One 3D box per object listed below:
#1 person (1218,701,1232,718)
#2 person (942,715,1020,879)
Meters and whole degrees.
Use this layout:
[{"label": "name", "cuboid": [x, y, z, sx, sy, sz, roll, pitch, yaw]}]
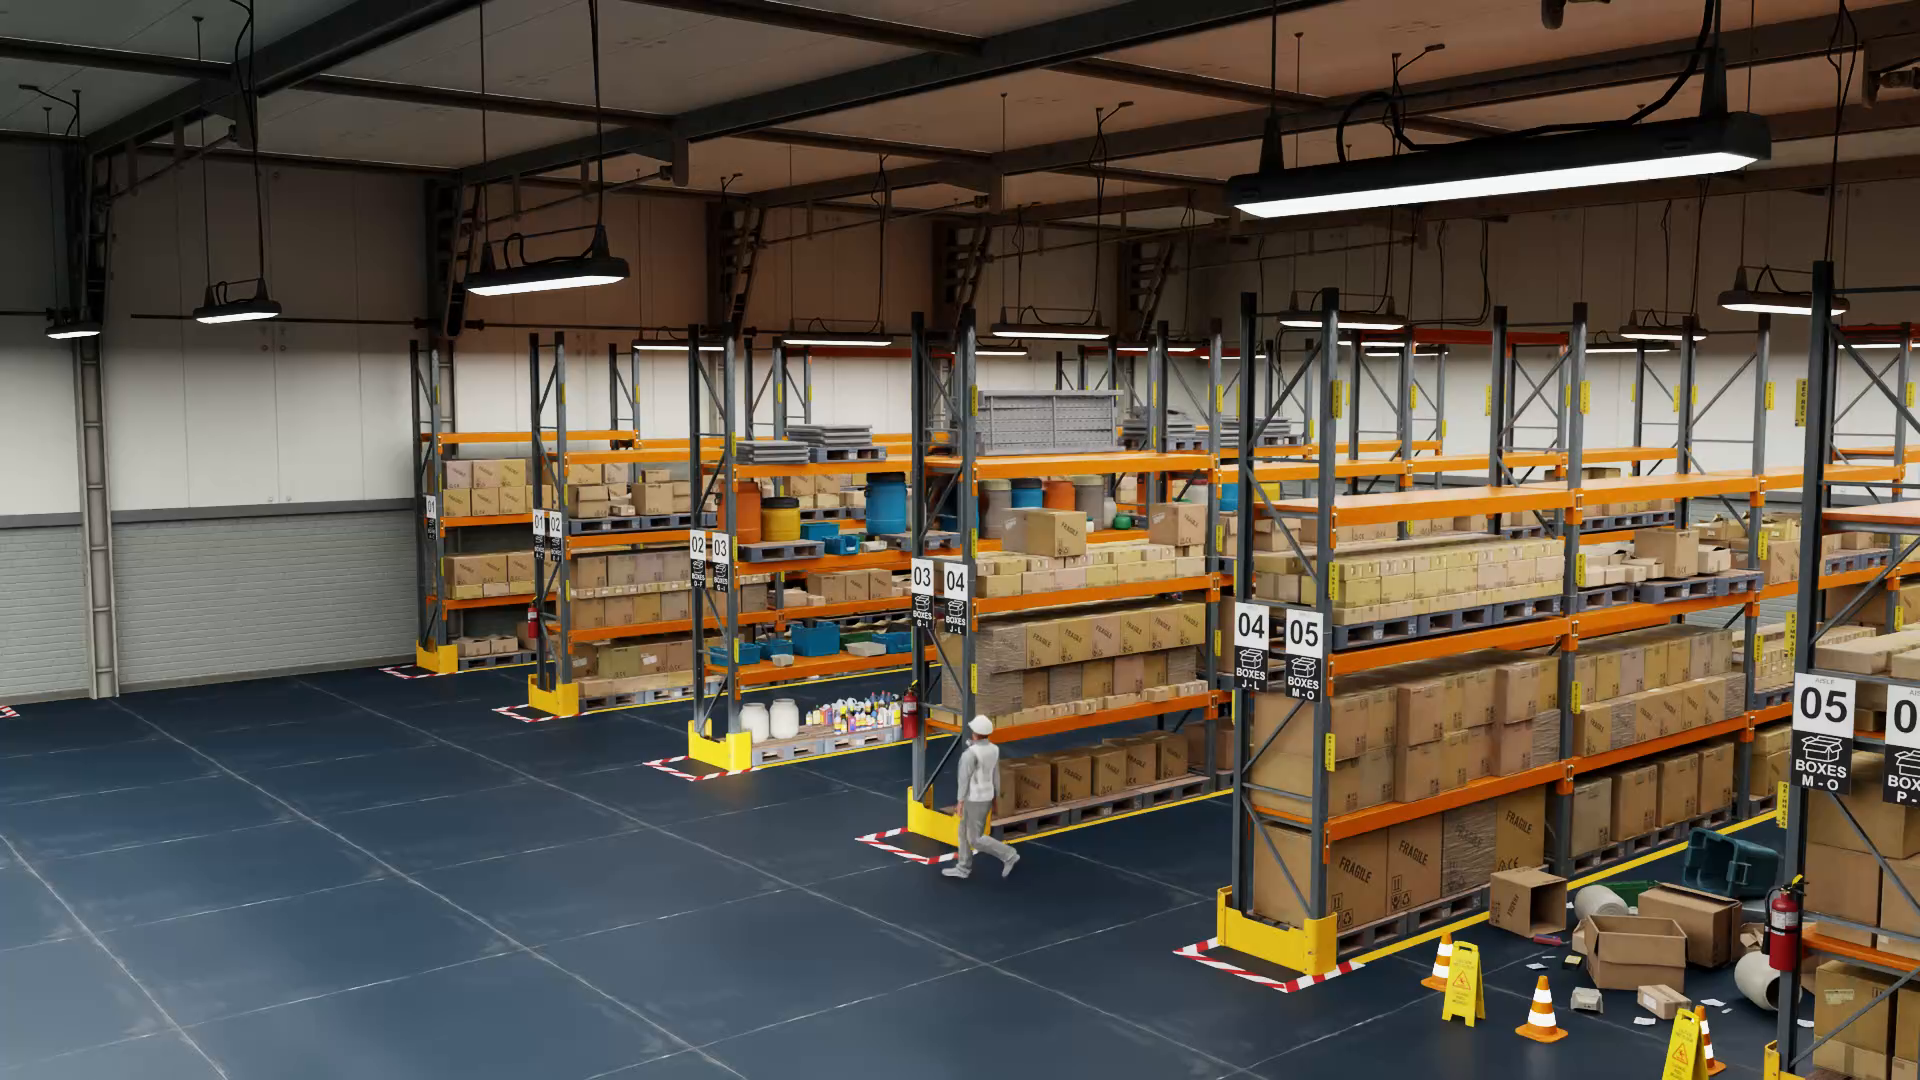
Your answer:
[{"label": "person", "cuboid": [3.849, 2.114, 24.175, 0.482, 1.634, 0.495, 5, 7, 43]}, {"label": "person", "cuboid": [0.214, 2.690, 17.331, 0.821, 1.755, 0.509, 0, 5, 1]}]
